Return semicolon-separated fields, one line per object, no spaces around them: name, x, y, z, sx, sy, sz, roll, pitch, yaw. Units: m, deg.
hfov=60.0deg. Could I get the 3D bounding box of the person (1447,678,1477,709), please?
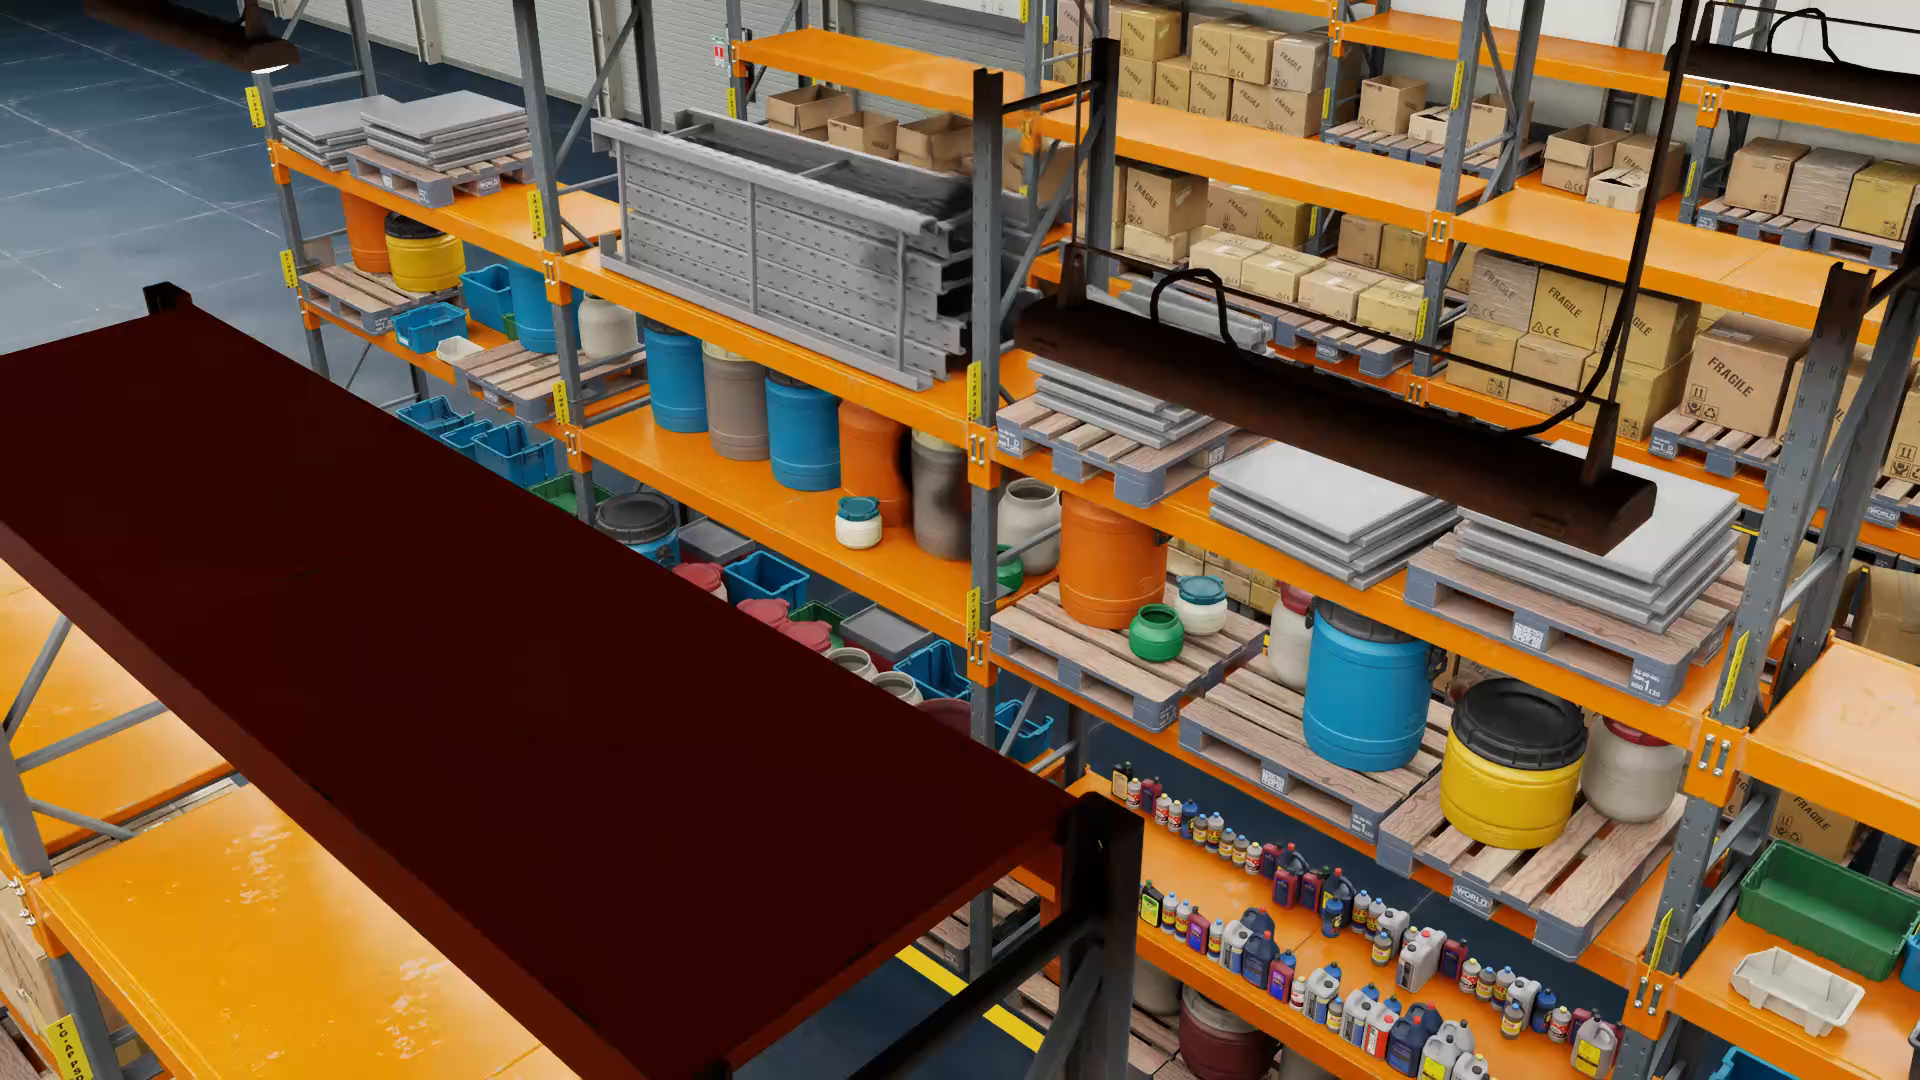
person;3.371;1.585;11.390;0.663;1.528;0.542;18;34;29
